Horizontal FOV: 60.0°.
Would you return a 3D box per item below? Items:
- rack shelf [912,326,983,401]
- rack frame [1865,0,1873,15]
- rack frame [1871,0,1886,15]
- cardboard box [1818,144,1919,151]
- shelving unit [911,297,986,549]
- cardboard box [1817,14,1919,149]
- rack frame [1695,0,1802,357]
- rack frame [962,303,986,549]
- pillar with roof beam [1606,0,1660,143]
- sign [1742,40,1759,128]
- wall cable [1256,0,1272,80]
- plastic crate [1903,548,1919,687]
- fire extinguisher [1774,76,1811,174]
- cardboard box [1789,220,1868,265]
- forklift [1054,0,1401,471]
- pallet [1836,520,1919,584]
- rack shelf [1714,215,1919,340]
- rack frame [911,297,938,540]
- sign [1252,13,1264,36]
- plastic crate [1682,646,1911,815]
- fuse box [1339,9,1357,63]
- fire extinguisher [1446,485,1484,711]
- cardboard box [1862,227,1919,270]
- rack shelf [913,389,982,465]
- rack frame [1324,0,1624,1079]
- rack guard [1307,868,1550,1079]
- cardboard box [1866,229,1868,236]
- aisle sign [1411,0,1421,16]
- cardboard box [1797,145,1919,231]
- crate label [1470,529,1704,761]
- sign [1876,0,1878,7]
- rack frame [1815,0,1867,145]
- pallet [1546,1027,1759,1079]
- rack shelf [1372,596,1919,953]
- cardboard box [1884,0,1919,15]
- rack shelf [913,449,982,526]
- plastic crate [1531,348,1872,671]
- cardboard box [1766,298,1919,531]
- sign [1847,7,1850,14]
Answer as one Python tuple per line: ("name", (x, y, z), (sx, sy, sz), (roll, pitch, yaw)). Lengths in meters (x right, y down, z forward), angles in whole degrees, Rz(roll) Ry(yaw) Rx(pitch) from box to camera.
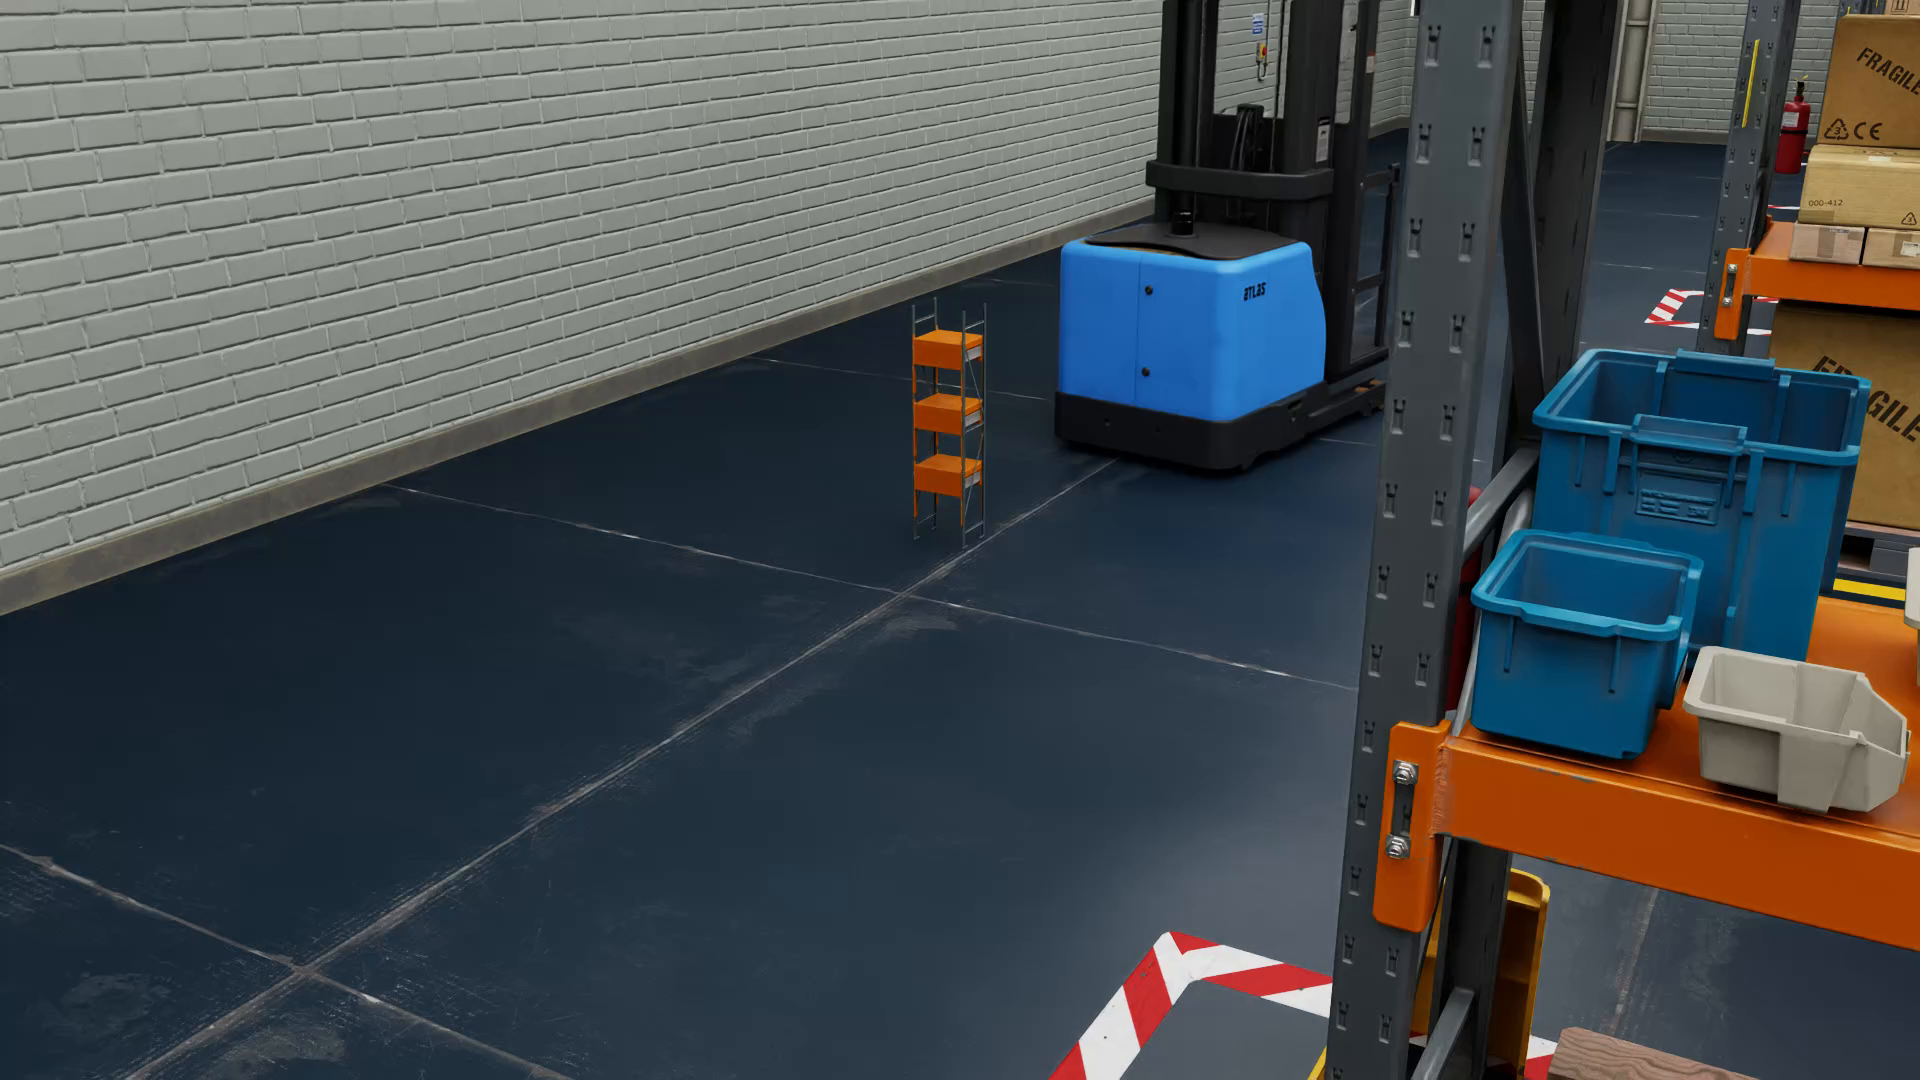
("rack shelf", (-0.047, -0.759, 7.117), (0.240, 0.259, 0.215), (11, 23, 27))
("rack frame", (8.191, -4.448, 15.229), (0.127, 3.000, 1.000), (11, 23, 27))
("rack frame", (10.608, -5.927, 19.305), (0.127, 3.000, 1.000), (11, 23, 27))
("cardboard box", (3.910, -1.566, 7.067), (0.500, 0.250, 0.500), (10, 22, 26))
("shelving unit", (-0.047, -0.502, 7.211), (0.252, 1.050, 0.215), (11, 23, 27))
("cardboard box", (3.911, -1.917, 6.935), (0.500, 0.500, 0.500), (11, 23, 28))
("rack frame", (3.358, -1.498, 7.096), (0.127, 3.000, 1.000), (11, 23, 27))
("rack frame", (0.060, -0.482, 7.155), (0.008, 1.050, 0.200), (11, 23, 27))
("pillar with roof beam", (6.594, -8.182, 16.724), (0.400, 9.000, 9.100), (11, 23, 27))
("sign", (3.082, -1.778, 6.482), (0.005, 0.325, 0.100), (11, 23, 27))
("wall cable", (3.257, -5.871, 17.617), (0.123, 1.953, 0.585), (11, 23, 27))
("plastic crate", (1.743, 0.154, 2.841), (0.243, 0.136, 0.396), (11, 23, 27))
("fire extinguisher", (5.870, -2.925, 11.691), (0.183, 0.674, 0.296), (11, 23, 27))
("cardboard box", (3.507, -1.223, 6.705), (0.250, 0.149, 0.380), (11, 23, 28))
("forklift", (1.790, -2.155, 9.007), (1.130, 2.935, 3.031), (15, 25, 35))
("pallet", (4.094, -0.078, 7.269), (1.213, 0.211, 1.003), (11, 23, 27))
("rack shelf", (5.104, -0.827, 6.302), (4.000, 0.370, 1.077), (11, 23, 27))
("rack frame", (-0.153, -0.523, 7.267), (0.008, 1.050, 0.200), (11, 23, 27))
("sign", (3.180, -5.502, 17.738), (0.001, 0.218, 0.327), (11, 23, 27))
("plastic crate", (1.237, 0.289, 2.468), (0.298, 0.136, 0.250), (11, 23, 27))
("fuse box", (4.409, -5.374, 19.672), (0.414, 1.711, 0.539), (11, 23, 27))
("fire extinguisher", (1.032, 0.028, 3.550), (0.183, 0.674, 0.296), (11, 23, 27))
("cardboard box", (3.732, -1.180, 6.589), (0.250, 0.149, 0.380), (10, 22, 27))
("rack shelf", (-0.047, -0.492, 7.214), (0.240, 0.259, 0.215), (11, 23, 27))
("rack frame", (0.942, -0.024, 3.031), (0.127, 3.000, 1.000), (11, 23, 27))
("rack guard", (0.915, 1.151, 3.458), (0.348, 0.500, 1.175), (11, 23, 27))
("cardboard box", (3.829, -1.419, 7.246), (0.250, 0.149, 0.380), (11, 23, 28))
("aisle sign", (0.735, -1.169, 2.377), (0.004, 0.787, 0.394), (11, 23, 27))
("cardboard box", (3.645, -1.407, 6.629), (0.500, 0.250, 0.500), (10, 22, 26))
("crate label", (0.997, 0.166, 2.666), (0.303, 0.233, 0.416), (11, 23, 27))
("sign", (10.344, -6.172, 18.712), (0.005, 0.325, 0.100), (11, 23, 27))
("rack frame", (5.865, -2.958, 11.120), (0.127, 3.000, 1.000), (11, 23, 27))
("pallet", (1.643, 1.436, 3.097), (1.213, 0.211, 1.003), (11, 23, 27))
("rack shelf", (2.688, 0.647, 2.237), (4.000, 0.370, 1.077), (11, 23, 27))
("cardboard box", (6.127, -3.461, 10.459), (0.500, 0.500, 0.500), (11, 22, 27))
("rack shelf", (-0.047, -0.231, 7.309), (0.240, 0.259, 0.215), (11, 23, 27))
("plastic crate", (1.326, -0.068, 3.015), (0.499, 0.435, 0.616), (11, 23, 27))
("cardboard box", (3.956, -0.614, 7.159), (0.875, 0.875, 0.875), (11, 23, 27))
("sign", (5.600, -3.203, 10.527), (0.005, 0.325, 0.100), (11, 23, 27))
